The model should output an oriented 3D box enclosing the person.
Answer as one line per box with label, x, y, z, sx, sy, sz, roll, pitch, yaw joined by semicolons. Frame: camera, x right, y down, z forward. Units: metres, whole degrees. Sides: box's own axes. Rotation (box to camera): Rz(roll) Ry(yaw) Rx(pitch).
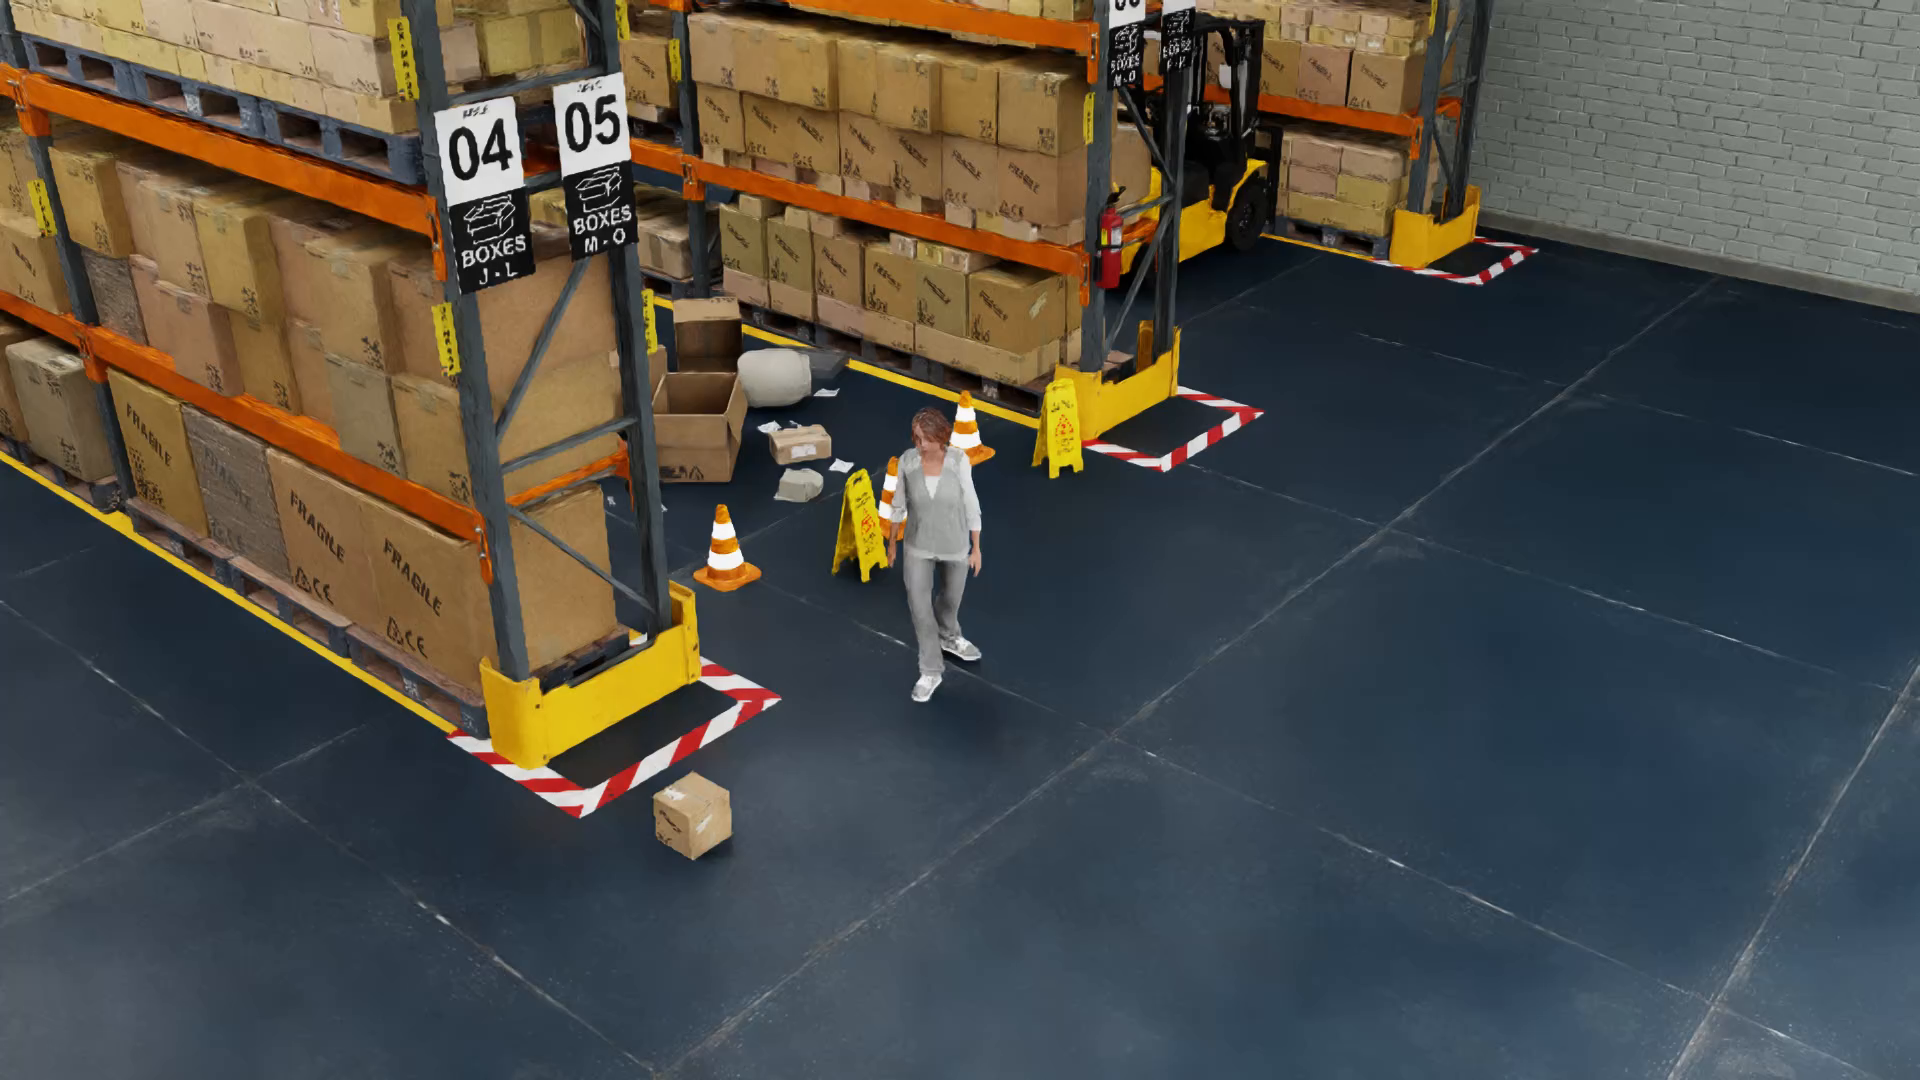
person;-0.131;0.026;8.586;0.498;1.589;0.561;0;28;-1
